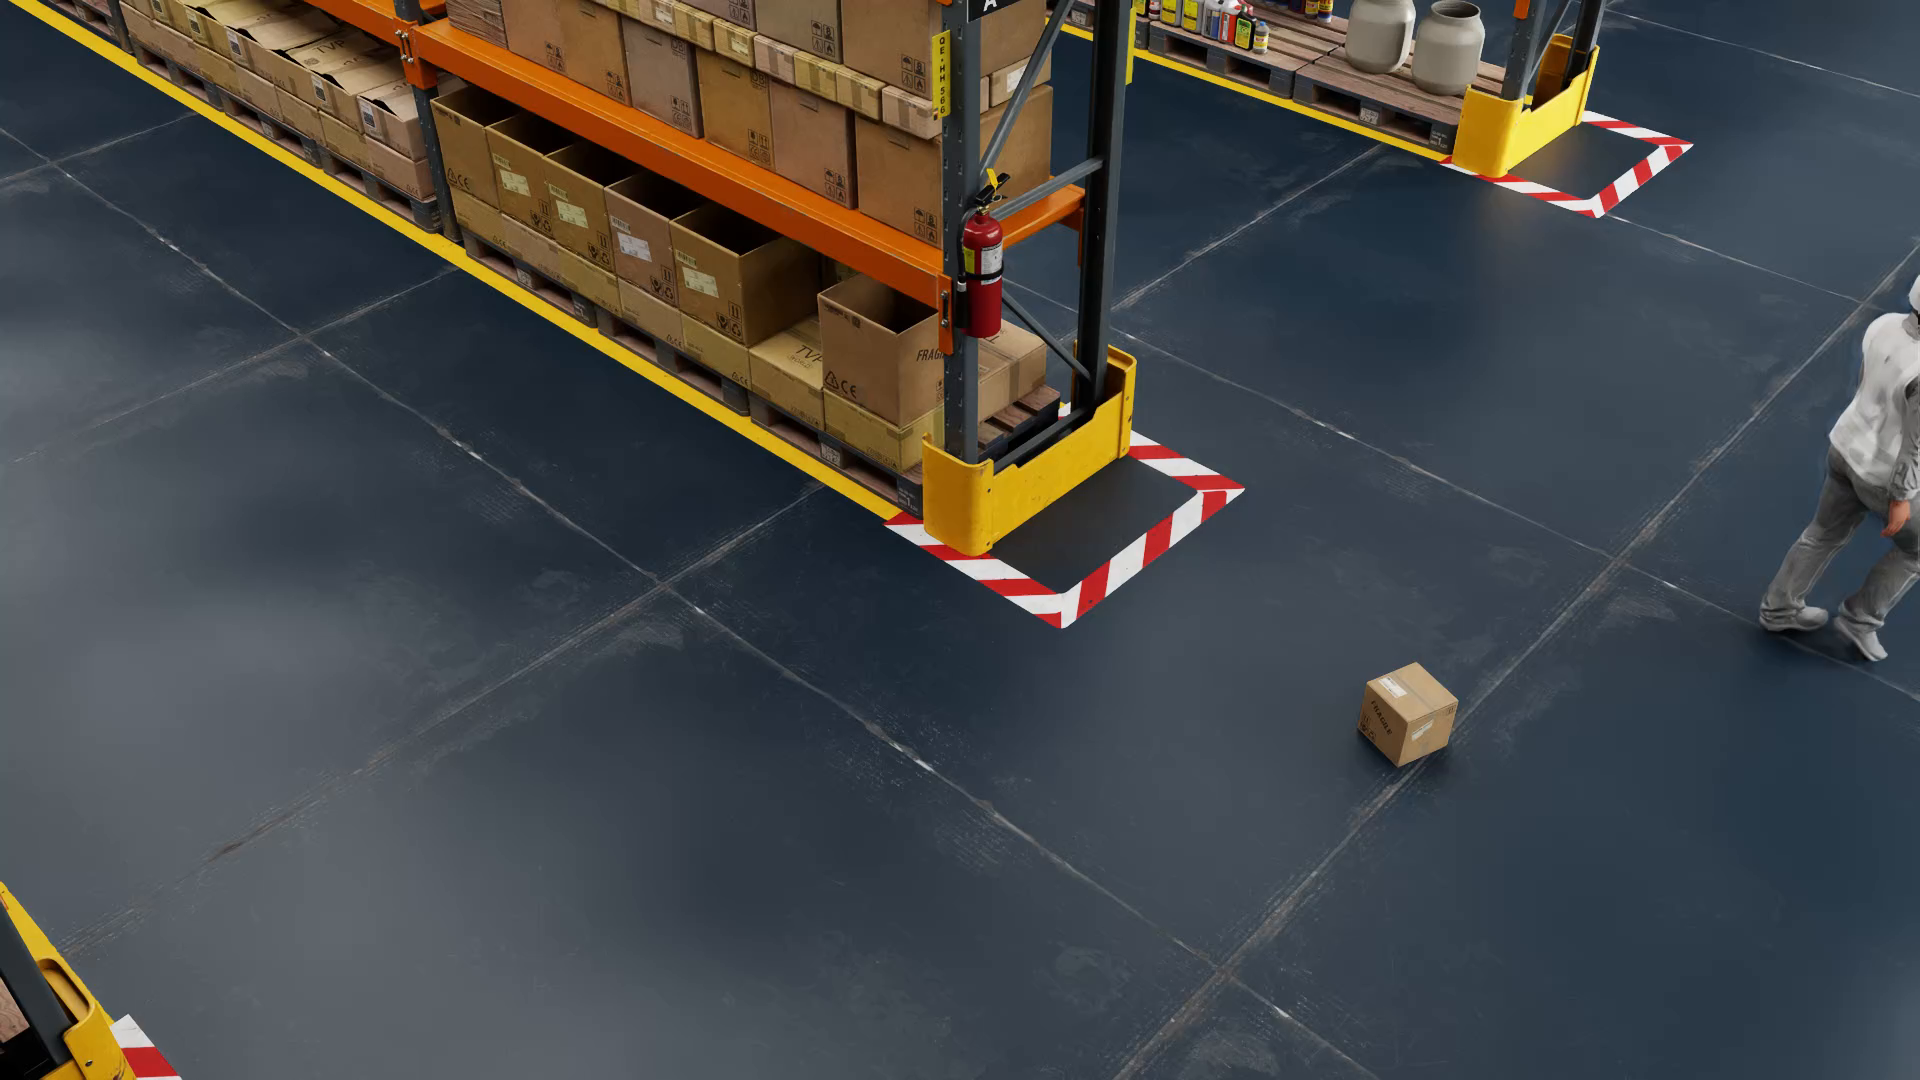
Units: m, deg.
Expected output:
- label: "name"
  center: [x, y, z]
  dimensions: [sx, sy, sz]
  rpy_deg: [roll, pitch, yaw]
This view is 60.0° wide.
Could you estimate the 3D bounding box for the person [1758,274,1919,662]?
- label: "person"
  center: [3.625, -0.289, 6.505]
  dimensions: [0.536, 1.836, 0.572]
  rpy_deg: [-5, 39, -6]
